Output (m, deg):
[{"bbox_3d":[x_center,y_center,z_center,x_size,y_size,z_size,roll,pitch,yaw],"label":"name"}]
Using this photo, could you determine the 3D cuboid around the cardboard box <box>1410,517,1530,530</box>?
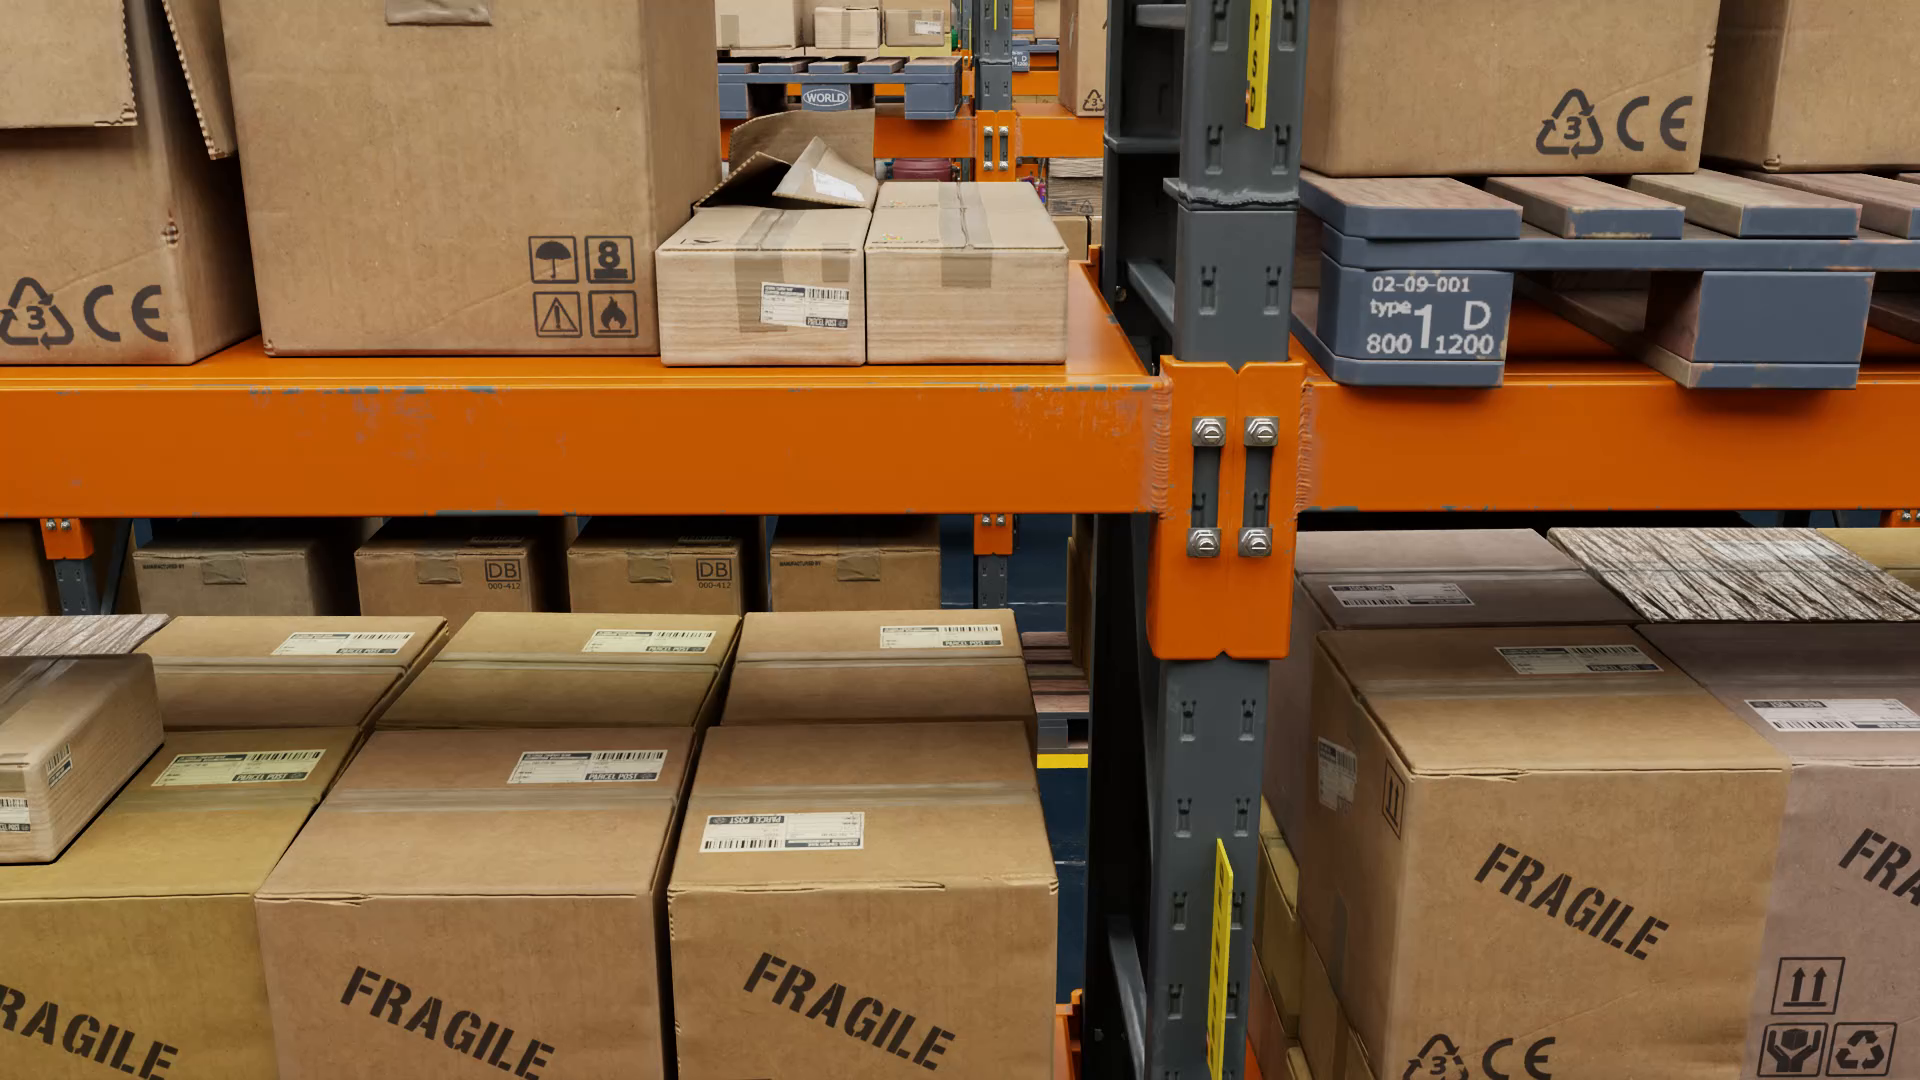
[{"bbox_3d":[2.353,0.089,7.536,0.500,0.250,0.500,-1,18,-3],"label":"cardboard box"}]

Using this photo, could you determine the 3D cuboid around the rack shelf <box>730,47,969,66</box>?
[{"bbox_3d":[-1.918,-4.715,16.602,4.000,0.370,1.077,0,18,-1],"label":"rack shelf"}]

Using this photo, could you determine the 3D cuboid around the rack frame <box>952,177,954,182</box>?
[{"bbox_3d":[-0.075,-6.665,26.413,0.127,3.000,1.000,0,18,-1],"label":"rack frame"}]

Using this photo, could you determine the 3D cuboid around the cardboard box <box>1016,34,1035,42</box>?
[{"bbox_3d":[0.953,-6.643,21.269,0.500,0.500,0.910,0,18,-1],"label":"cardboard box"}]

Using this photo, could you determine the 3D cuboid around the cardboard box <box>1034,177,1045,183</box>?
[{"bbox_3d":[1.538,-5.807,26.570,0.750,0.750,0.750,0,18,-1],"label":"cardboard box"}]

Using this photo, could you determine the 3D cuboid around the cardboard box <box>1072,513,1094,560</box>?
[{"bbox_3d":[0.817,-0.061,8.004,0.500,0.250,0.500,-1,18,-2],"label":"cardboard box"}]

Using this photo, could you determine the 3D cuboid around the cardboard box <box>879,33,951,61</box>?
[{"bbox_3d":[-0.312,-3.406,11.589,0.500,0.250,0.500,0,18,-1],"label":"cardboard box"}]

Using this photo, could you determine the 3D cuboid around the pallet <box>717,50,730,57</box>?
[{"bbox_3d":[-2.184,-3.422,11.702,1.003,0.211,1.213,0,18,-1],"label":"pallet"}]

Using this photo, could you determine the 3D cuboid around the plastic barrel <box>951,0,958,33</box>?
[{"bbox_3d":[-0.234,-5.213,16.792,0.421,0.512,0.421,0,18,0],"label":"plastic barrel"}]

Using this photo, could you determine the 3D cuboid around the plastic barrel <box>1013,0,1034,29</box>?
[{"bbox_3d":[0.649,-5.474,16.398,0.708,0.830,0.600,0,18,-1],"label":"plastic barrel"}]

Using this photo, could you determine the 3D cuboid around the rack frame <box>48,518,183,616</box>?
[{"bbox_3d":[-3.863,-0.592,7.481,0.127,3.000,1.000,0,18,-1],"label":"rack frame"}]

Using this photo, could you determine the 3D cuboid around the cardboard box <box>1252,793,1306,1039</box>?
[{"bbox_3d":[0.796,0.654,3.025,0.500,0.250,0.500,0,18,-1],"label":"cardboard box"}]

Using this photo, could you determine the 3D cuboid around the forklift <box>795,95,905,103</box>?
[{"bbox_3d":[-0.682,-2.935,14.899,3.031,2.935,1.130,-5,18,-15],"label":"forklift"}]

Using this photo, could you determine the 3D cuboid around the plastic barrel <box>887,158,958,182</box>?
[{"bbox_3d":[-0.378,-3.609,16.664,0.708,0.536,0.600,0,18,-1],"label":"plastic barrel"}]

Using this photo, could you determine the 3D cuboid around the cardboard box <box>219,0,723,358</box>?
[{"bbox_3d":[-0.632,-0.574,2.352,0.500,0.500,0.700,0,18,-1],"label":"cardboard box"}]

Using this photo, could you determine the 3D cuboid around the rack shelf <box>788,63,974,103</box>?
[{"bbox_3d":[-1.840,-3.202,11.887,4.000,0.370,1.077,0,18,-1],"label":"rack shelf"}]

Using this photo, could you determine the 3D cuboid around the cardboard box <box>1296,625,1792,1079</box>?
[{"bbox_3d":[0.813,0.449,2.436,0.500,0.500,0.500,-1,18,-3],"label":"cardboard box"}]

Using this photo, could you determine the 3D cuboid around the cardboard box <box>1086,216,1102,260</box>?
[{"bbox_3d":[1.166,-2.096,12.008,0.500,0.500,0.500,-1,18,-2],"label":"cardboard box"}]

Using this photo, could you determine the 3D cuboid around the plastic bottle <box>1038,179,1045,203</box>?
[{"bbox_3d":[0.849,-3.474,16.659,0.133,0.283,0.061,0,18,-1],"label":"plastic bottle"}]

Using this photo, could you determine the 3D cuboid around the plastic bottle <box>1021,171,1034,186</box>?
[{"bbox_3d":[0.710,-3.717,17.414,0.133,0.283,0.061,0,18,-1],"label":"plastic bottle"}]

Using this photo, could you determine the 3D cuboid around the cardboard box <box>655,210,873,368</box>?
[{"bbox_3d":[-0.244,-0.339,2.194,0.250,0.149,0.380,0,18,-1],"label":"cardboard box"}]

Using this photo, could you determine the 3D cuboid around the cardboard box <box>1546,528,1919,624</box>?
[{"bbox_3d":[1.342,0.289,2.934,0.500,0.500,0.500,0,18,0],"label":"cardboard box"}]

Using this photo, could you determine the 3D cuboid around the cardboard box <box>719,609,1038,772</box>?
[{"bbox_3d":[-0.138,0.443,2.918,0.500,0.500,0.500,-1,18,-2],"label":"cardboard box"}]

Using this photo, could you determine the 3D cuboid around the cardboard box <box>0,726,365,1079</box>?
[{"bbox_3d":[-1.156,0.607,2.406,0.500,0.500,0.500,-1,18,-5],"label":"cardboard box"}]

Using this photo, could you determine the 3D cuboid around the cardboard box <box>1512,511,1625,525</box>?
[{"bbox_3d":[2.861,-0.071,8.034,0.500,0.250,0.500,0,18,1],"label":"cardboard box"}]

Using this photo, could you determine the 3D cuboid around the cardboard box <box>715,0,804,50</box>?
[{"bbox_3d":[-0.904,-2.148,6.716,0.500,0.311,0.500,0,18,-1],"label":"cardboard box"}]

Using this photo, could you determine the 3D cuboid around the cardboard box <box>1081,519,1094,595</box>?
[{"bbox_3d":[0.830,0.093,7.524,0.500,0.250,0.500,-1,18,-3],"label":"cardboard box"}]

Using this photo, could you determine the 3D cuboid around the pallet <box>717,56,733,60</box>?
[{"bbox_3d":[-1.624,-1.924,7.032,1.213,0.211,1.003,1,18,2],"label":"pallet"}]

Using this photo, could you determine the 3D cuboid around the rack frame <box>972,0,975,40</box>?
[{"bbox_3d":[0.160,-4.983,11.349,0.127,3.000,1.000,0,18,-1],"label":"rack frame"}]

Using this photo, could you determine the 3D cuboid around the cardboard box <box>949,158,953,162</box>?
[{"bbox_3d":[-0.357,-5.121,21.746,0.500,0.311,0.500,1,18,3],"label":"cardboard box"}]

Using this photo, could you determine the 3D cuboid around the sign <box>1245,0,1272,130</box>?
[{"bbox_3d":[0.323,-0.608,1.776,0.005,0.325,0.100,0,18,-1],"label":"sign"}]

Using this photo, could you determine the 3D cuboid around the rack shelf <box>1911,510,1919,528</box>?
[{"bbox_3d":[6.136,-0.297,7.741,4.000,0.370,1.077,0,18,-1],"label":"rack shelf"}]

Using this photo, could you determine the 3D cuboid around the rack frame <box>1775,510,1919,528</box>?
[{"bbox_3d":[4.136,-0.630,7.601,0.127,3.000,1.000,0,18,-1],"label":"rack frame"}]

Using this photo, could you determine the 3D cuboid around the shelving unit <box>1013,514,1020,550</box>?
[{"bbox_3d":[-0.007,-0.714,10.318,0.755,1.500,0.431,0,18,-1],"label":"shelving unit"}]

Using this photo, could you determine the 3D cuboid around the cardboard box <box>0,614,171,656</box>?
[{"bbox_3d":[-1.690,0.452,2.889,0.500,0.500,0.500,-1,18,-3],"label":"cardboard box"}]

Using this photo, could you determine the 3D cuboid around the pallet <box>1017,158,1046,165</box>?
[{"bbox_3d":[0.684,-5.085,21.803,1.003,0.211,1.213,0,18,-1],"label":"pallet"}]

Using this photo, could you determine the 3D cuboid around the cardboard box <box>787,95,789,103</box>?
[{"bbox_3d":[-3.006,-6.895,26.247,0.500,0.500,0.700,2,18,5],"label":"cardboard box"}]

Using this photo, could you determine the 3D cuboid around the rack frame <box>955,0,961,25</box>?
[{"bbox_3d":[0.007,-8.008,20.780,0.127,3.000,1.000,0,18,-1],"label":"rack frame"}]

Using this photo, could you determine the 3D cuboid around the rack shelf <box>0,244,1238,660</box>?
[{"bbox_3d":[-1.684,-0.176,2.451,4.000,0.370,1.077,0,18,-1],"label":"rack shelf"}]

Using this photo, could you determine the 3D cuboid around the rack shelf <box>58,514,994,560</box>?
[{"bbox_3d":[-1.863,-0.259,7.621,4.000,0.370,1.077,0,18,-1],"label":"rack shelf"}]

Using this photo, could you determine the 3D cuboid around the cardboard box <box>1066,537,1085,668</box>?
[{"bbox_3d":[0.791,0.296,8.118,0.500,0.500,0.500,0,18,-1],"label":"cardboard box"}]

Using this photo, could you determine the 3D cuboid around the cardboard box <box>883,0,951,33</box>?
[{"bbox_3d":[-0.314,-3.761,11.470,0.500,0.500,0.500,0,18,1],"label":"cardboard box"}]

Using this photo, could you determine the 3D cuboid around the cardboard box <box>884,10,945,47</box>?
[{"bbox_3d":[-0.200,-2.214,7.189,0.250,0.149,0.380,-1,18,-3],"label":"cardboard box"}]

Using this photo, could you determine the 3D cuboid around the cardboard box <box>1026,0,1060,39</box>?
[{"bbox_3d":[0.768,-3.829,11.805,0.637,0.503,0.797,1,18,2],"label":"cardboard box"}]

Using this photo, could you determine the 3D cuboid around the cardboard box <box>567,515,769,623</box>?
[{"bbox_3d":[-1.348,0.241,7.881,0.750,0.750,1.050,0,18,0],"label":"cardboard box"}]
